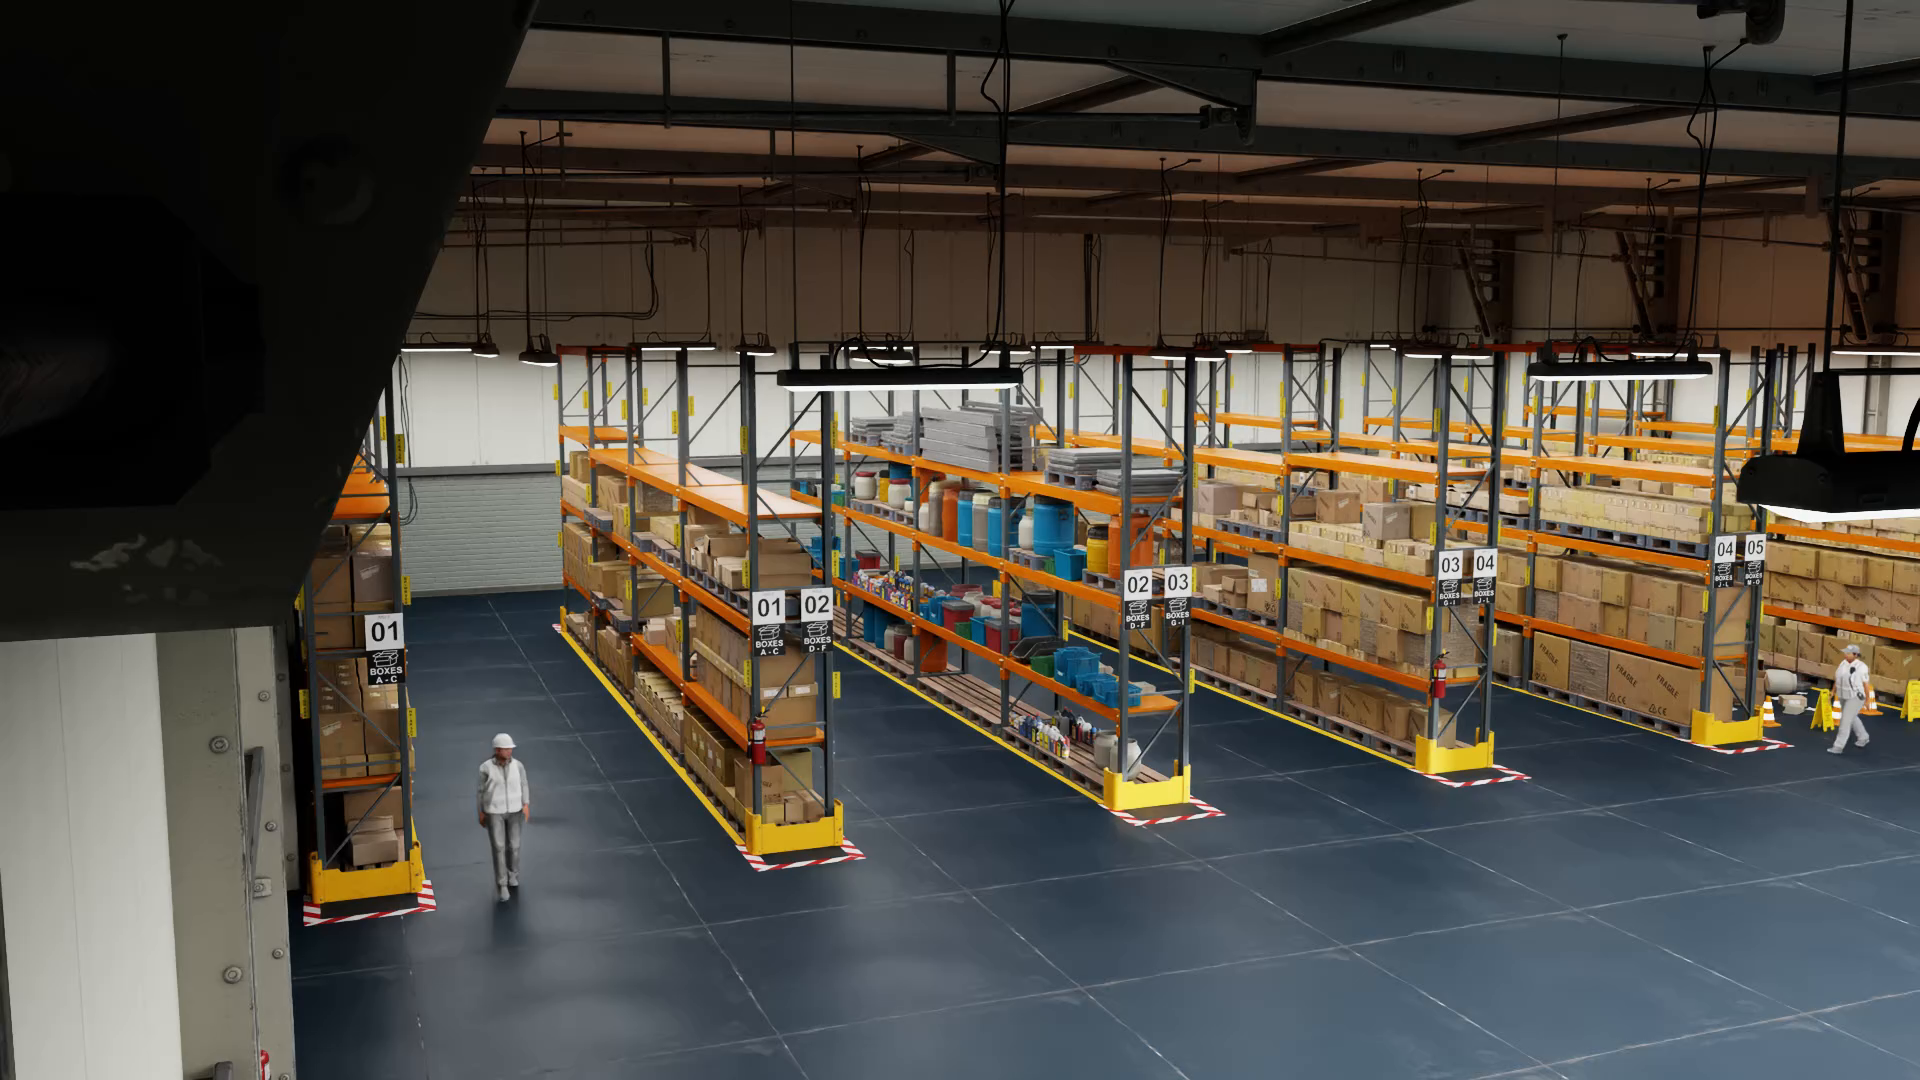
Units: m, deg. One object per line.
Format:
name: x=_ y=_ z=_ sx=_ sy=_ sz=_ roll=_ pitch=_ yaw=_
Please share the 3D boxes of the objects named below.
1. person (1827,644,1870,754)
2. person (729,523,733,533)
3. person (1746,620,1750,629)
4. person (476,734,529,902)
person: x=13.350 y=2.353 z=24.936 sx=0.970 sy=1.606 sz=0.501 roll=-2 pitch=8 yaw=-15
person: x=-5.505 y=0.480 z=39.292 sx=0.596 sy=1.824 sz=0.488 roll=6 pitch=10 yaw=41
person: x=15.966 y=1.247 z=33.496 sx=0.612 sy=1.688 sz=0.786 roll=-4 pitch=8 yaw=-31
person: x=-5.087 y=3.099 z=18.731 sx=0.562 sy=1.780 sz=0.722 roll=-5 pitch=9 yaw=-32
